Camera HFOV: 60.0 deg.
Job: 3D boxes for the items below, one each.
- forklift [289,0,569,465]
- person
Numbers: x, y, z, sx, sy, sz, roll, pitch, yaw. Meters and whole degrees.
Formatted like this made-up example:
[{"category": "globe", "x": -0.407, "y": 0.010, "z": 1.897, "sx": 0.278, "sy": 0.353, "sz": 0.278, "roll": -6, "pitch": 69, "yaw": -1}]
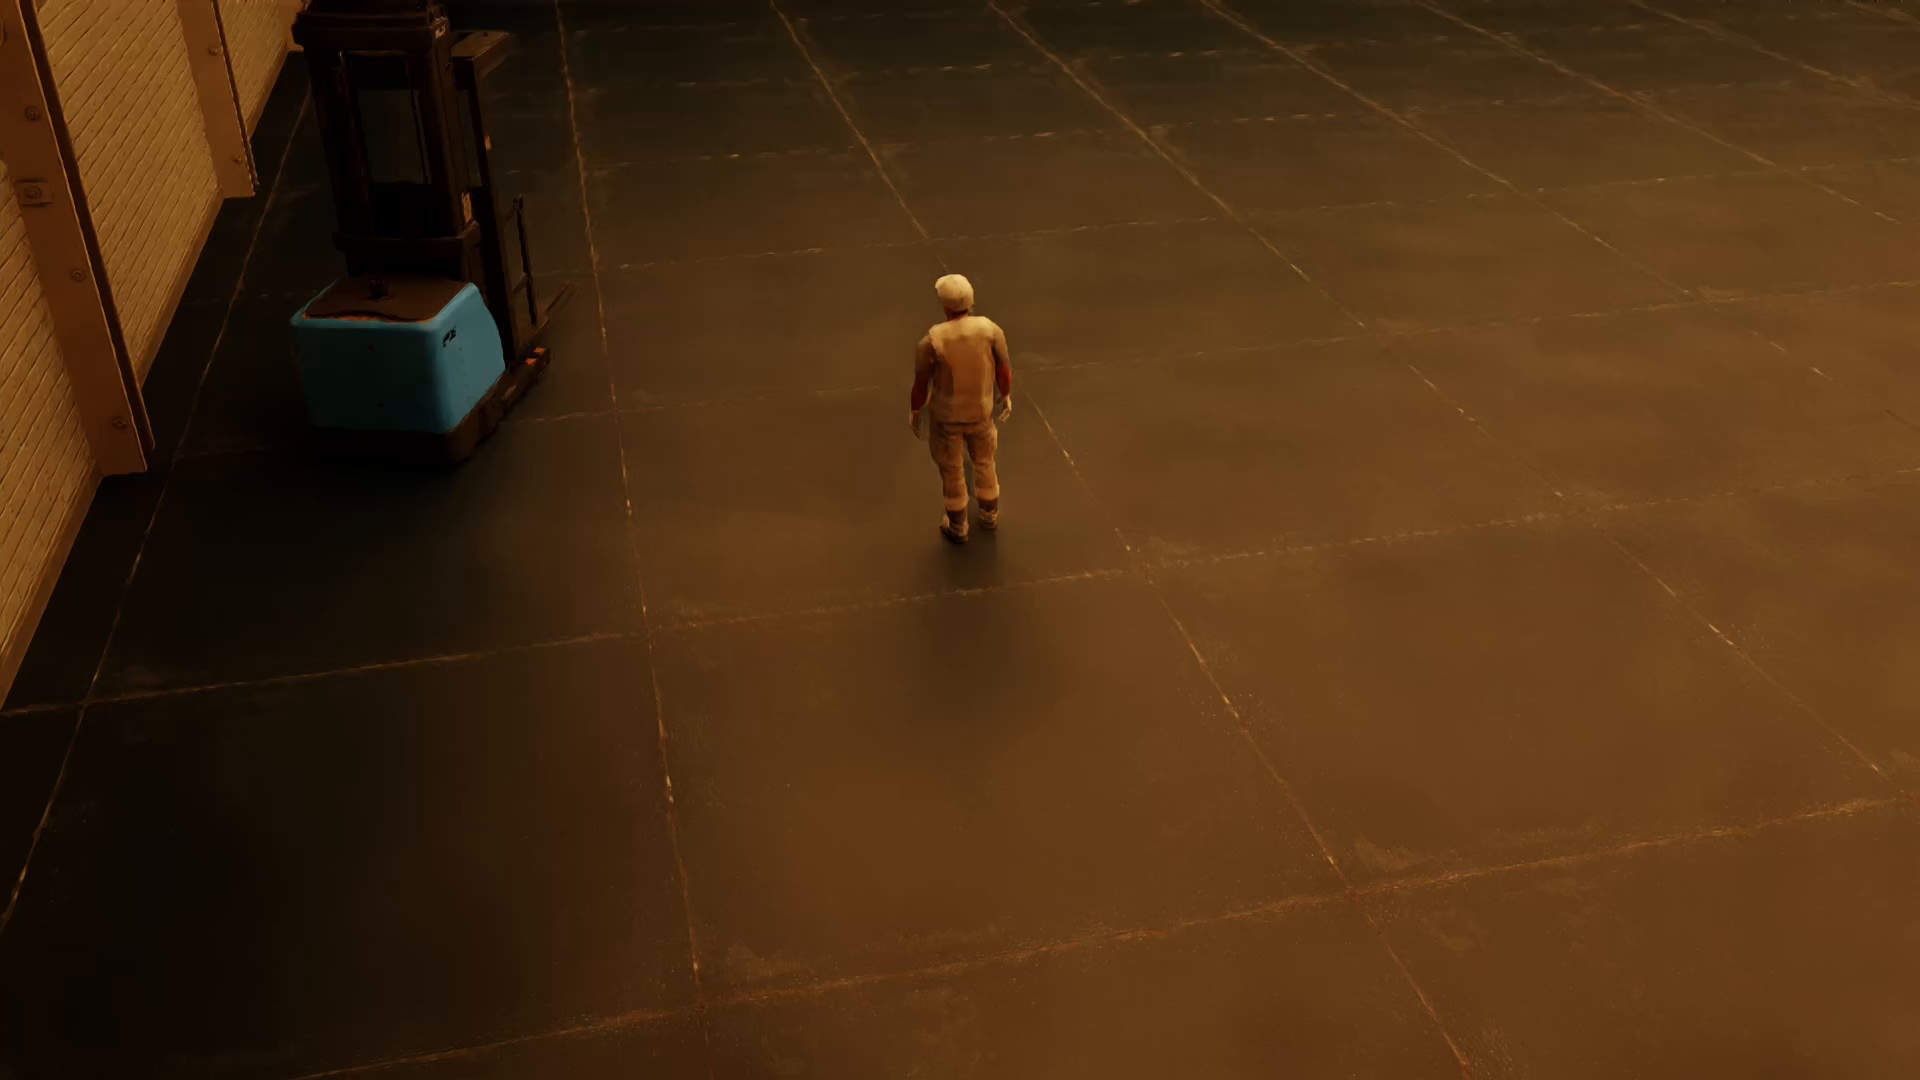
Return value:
[{"category": "forklift", "x": -3.741, "y": -2.490, "z": 11.876, "sx": 1.130, "sy": 2.935, "sz": 3.031, "roll": 3, "pitch": 30, "yaw": 6}, {"category": "person", "x": -0.008, "y": -0.821, "z": 10.118, "sx": 0.637, "sy": 1.787, "sz": 0.563, "roll": -7, "pitch": 31, "yaw": -12}]
